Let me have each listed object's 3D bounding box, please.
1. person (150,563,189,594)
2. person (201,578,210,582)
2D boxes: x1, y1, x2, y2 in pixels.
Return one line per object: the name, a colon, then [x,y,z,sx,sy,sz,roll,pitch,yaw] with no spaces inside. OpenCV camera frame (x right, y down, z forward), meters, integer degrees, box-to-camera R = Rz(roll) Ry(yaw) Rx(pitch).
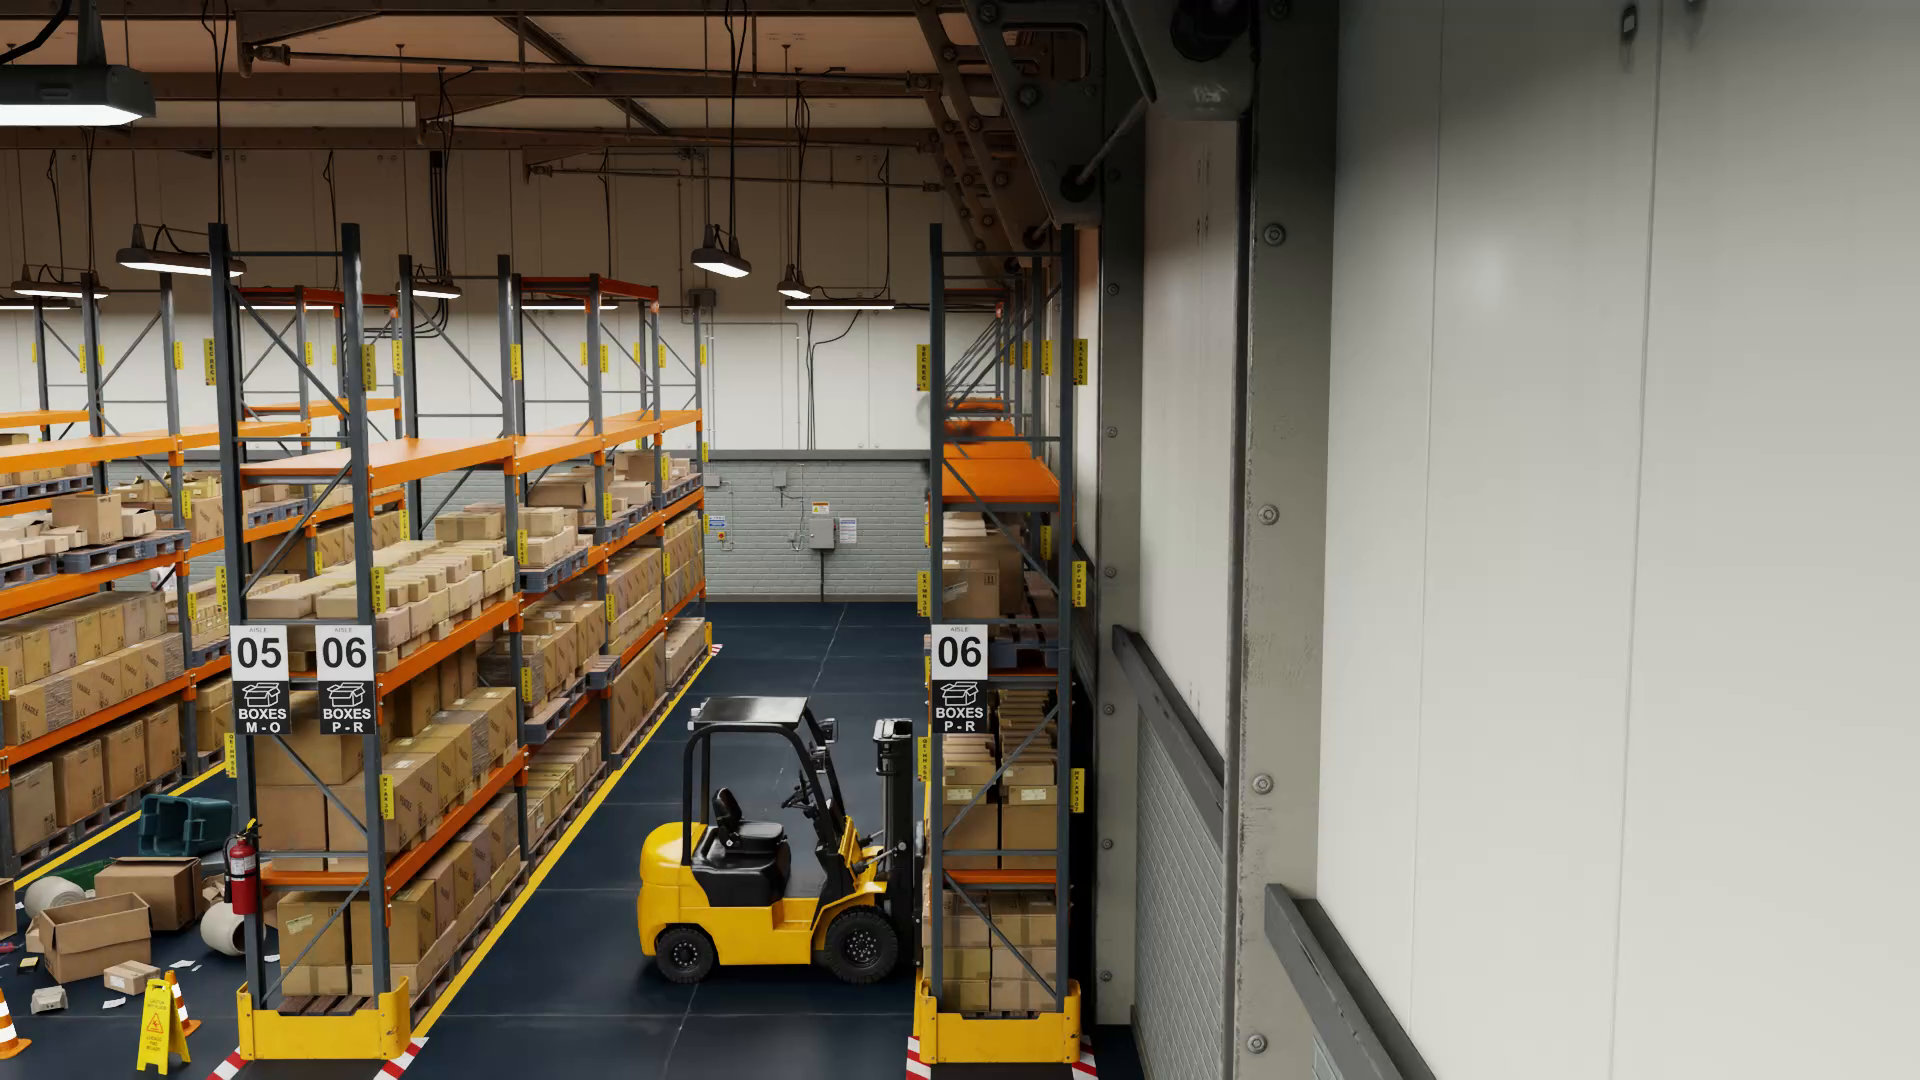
person: [-13.462,0.964,28.456,0.704,1.717,0.663,-5,8,-36]
person: [-11.313,1.410,25.131,0.585,1.701,0.656,0,7,2]
